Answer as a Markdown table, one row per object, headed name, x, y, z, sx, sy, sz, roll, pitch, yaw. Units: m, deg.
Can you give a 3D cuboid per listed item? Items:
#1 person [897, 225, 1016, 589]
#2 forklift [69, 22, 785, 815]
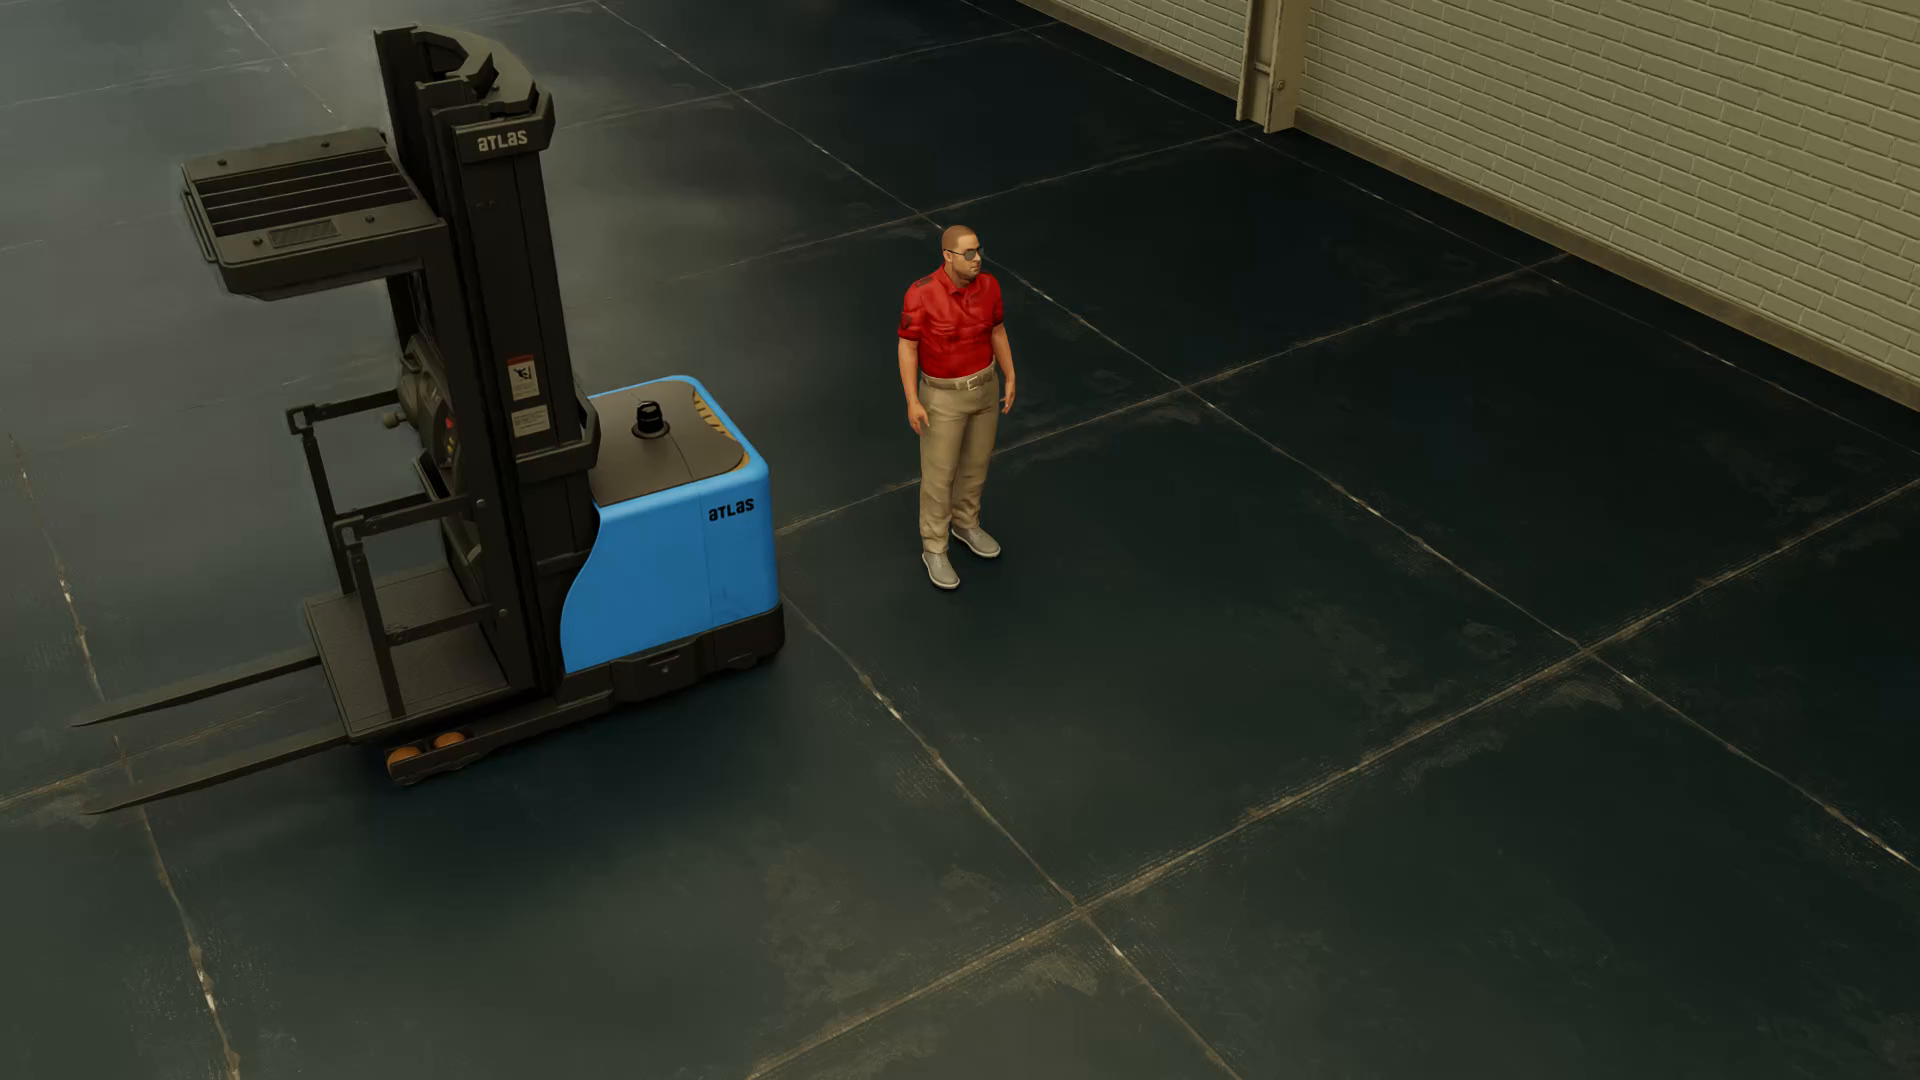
| name | x | y | z | sx | sy | sz | roll | pitch | yaw |
| --- | --- | --- | --- | --- | --- | --- | --- | --- | --- |
| person | 0.039 | -0.667 | 8.129 | 0.641 | 1.727 | 0.550 | -21 | 40 | -27 |
| forklift | -2.373 | -0.488 | 6.843 | 3.031 | 2.935 | 1.130 | -17 | 39 | -23 |
